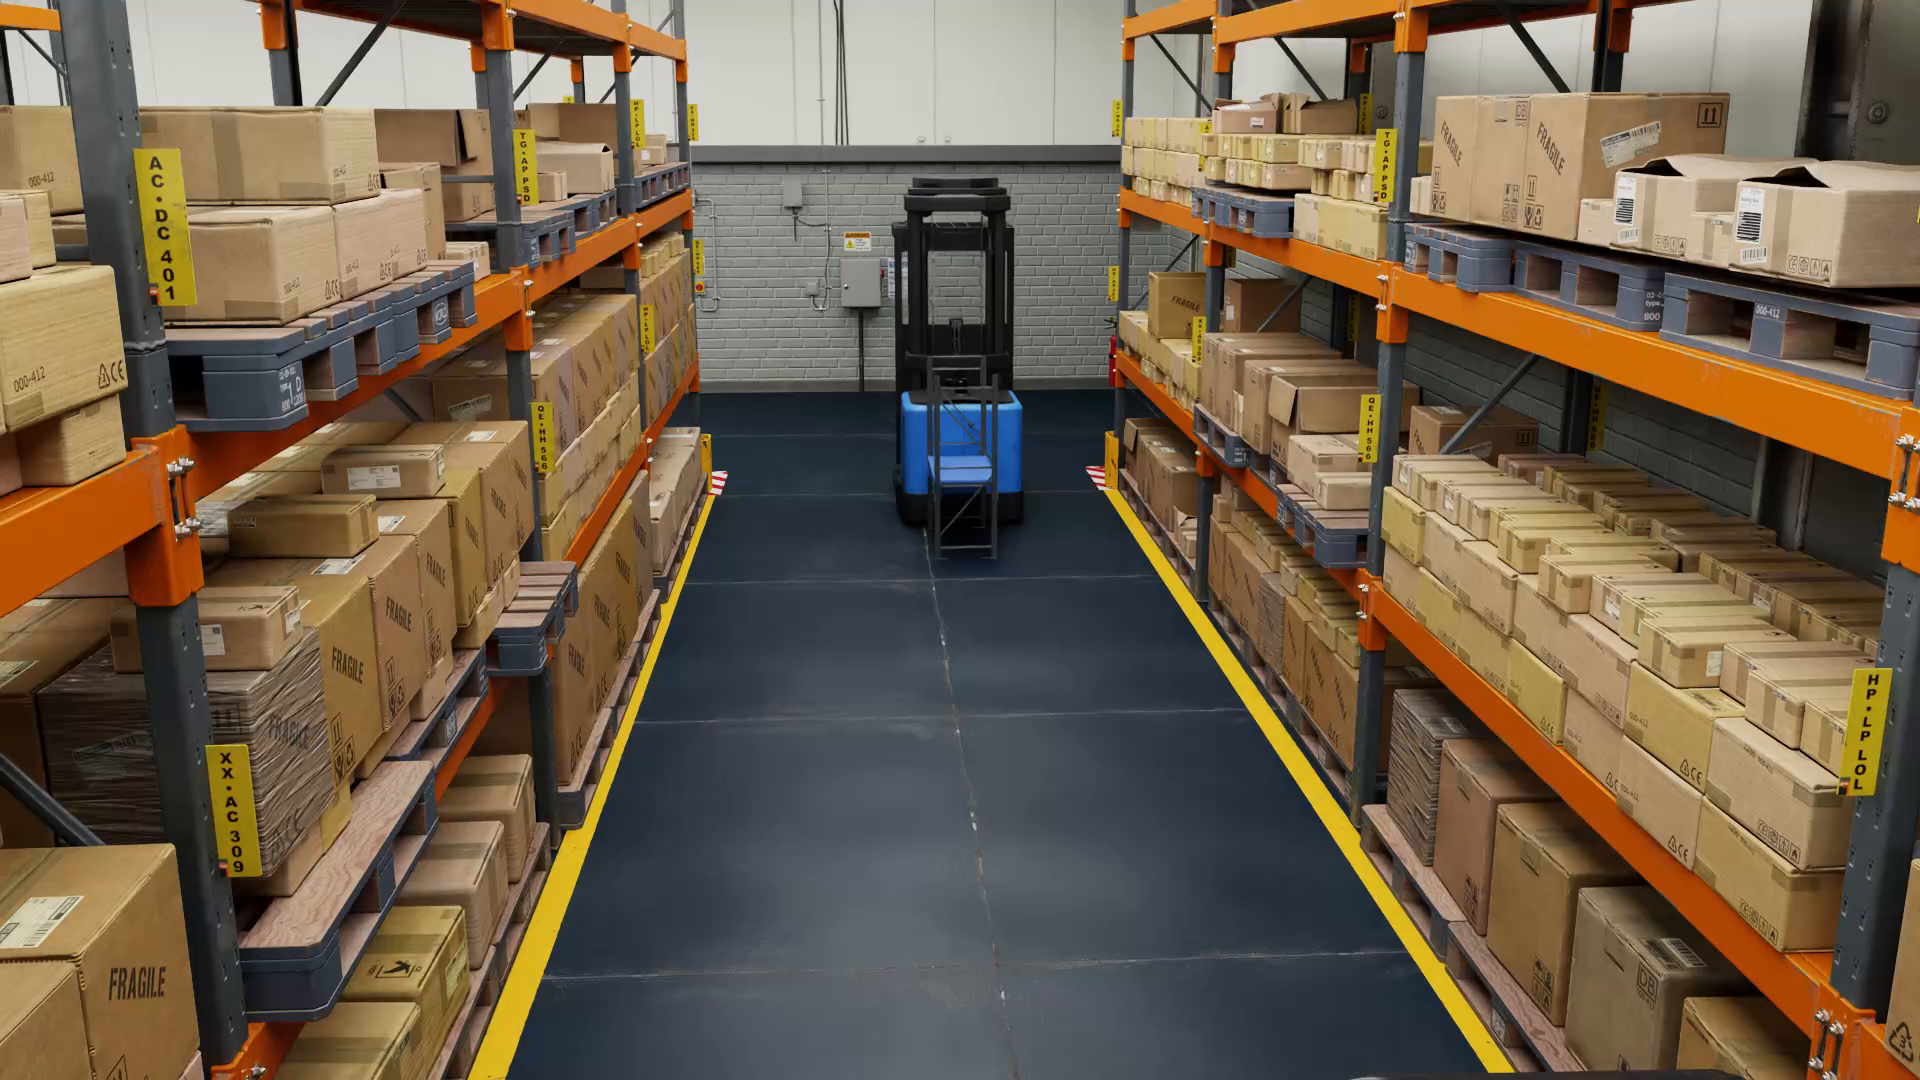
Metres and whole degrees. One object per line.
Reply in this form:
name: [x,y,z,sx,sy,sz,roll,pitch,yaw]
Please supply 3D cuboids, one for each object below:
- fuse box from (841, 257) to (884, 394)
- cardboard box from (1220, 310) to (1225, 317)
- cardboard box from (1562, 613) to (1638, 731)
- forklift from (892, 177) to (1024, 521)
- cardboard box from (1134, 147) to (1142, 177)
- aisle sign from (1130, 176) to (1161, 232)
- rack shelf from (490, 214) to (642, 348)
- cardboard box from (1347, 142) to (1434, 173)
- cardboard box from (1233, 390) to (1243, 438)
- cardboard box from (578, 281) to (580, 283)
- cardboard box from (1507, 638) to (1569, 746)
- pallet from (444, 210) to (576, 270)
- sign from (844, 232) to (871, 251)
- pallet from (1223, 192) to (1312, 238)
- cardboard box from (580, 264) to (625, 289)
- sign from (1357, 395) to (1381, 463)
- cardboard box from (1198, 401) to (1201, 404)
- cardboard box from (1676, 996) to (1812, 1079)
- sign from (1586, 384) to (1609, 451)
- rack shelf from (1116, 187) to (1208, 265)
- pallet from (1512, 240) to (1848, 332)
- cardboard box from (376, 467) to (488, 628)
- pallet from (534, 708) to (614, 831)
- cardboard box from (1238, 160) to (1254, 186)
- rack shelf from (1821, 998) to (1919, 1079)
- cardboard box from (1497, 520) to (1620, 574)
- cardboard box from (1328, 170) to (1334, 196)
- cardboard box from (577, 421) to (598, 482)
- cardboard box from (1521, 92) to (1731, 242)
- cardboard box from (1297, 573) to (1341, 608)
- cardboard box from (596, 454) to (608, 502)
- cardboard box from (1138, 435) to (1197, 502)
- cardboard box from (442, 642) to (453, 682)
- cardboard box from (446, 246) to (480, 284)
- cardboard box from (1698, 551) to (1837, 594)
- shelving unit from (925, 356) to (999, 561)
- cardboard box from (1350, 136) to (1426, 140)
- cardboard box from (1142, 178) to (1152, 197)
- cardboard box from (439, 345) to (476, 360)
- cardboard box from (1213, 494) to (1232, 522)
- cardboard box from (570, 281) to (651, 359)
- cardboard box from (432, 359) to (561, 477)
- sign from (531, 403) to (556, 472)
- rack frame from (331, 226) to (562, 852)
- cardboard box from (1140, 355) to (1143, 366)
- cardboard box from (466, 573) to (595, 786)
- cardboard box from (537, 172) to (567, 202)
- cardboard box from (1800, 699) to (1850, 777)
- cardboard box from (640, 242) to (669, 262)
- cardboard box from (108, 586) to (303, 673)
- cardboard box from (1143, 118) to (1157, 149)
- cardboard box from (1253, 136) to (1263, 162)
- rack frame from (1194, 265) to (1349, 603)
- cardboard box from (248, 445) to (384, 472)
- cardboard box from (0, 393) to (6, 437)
fuse box: [-1.229,-2.703,21.096,0.539,1.711,0.414,-1,14,-3]
cardboard box: [2.285,-1.967,15.356,0.500,0.250,0.500,0,14,-2]
cardboard box: [2.385,0.436,5.611,0.500,0.250,0.500,-1,14,-2]
forklift: [-0.071,-1.896,15.514,1.130,2.935,3.031,-1,14,-4]
cardboard box: [1.798,-3.289,14.476,0.500,0.250,0.500,-1,14,-2]
aisle sign: [1.694,-3.277,15.528,0.394,0.787,0.004,-1,14,-3]
rack shelf: [-2.591,-1.541,9.418,1.077,0.370,4.000,-1,14,-3]
cardboard box: [2.193,-1.947,8.458,0.380,0.149,0.250,-1,14,-5]
cardboard box: [1.943,-0.798,10.535,0.396,0.266,0.258,0,14,-1]
cardboard box: [-3.043,-1.706,12.429,0.500,0.500,0.500,-1,14,-4]
cardboard box: [2.366,0.553,6.160,0.500,0.250,0.500,0,14,-2]
pallet: [-2.560,-1.459,8.038,1.213,0.211,1.003,0,14,-1]
sign: [-1.297,-3.777,21.030,0.339,0.242,0.001,-1,14,-3]
pallet: [2.277,-1.952,9.950,1.213,0.211,1.003,-1,14,-3]
cardboard box: [-2.475,-1.863,11.738,0.380,0.149,0.250,-1,14,-4]
sign: [1.946,-0.528,7.894,0.100,0.325,0.005,-1,14,-3]
cardboard box: [1.968,-0.965,12.261,0.380,0.149,0.250,-1,14,-3]
cardboard box: [2.692,1.795,4.951,0.875,0.625,0.625,0,14,-1]
sign: [3.041,-0.587,7.963,0.100,0.325,0.005,-1,14,-3]
rack shelf: [2.116,-2.613,13.586,1.077,0.370,4.000,-1,14,-3]
pallet: [2.691,-0.932,5.989,1.003,0.211,1.213,0,14,-1]
cardboard box: [-2.086,0.028,6.258,0.500,0.500,0.500,-2,15,-7]
pallet: [-2.440,1.214,8.883,1.003,0.211,1.213,-1,14,-3]
cardboard box: [1.927,-2.260,10.230,0.380,0.149,0.250,-1,14,-4]
rack shelf: [2.859,1.824,2.361,1.077,0.370,4.000,-1,14,-3]
cardboard box: [2.303,0.026,6.404,0.380,0.149,0.250,-1,14,-2]
cardboard box: [2.213,-1.928,8.983,0.380,0.149,0.250,-1,14,-3]
cardboard box: [-2.301,-0.491,9.212,0.500,0.250,0.500,-1,14,-4]
cardboard box: [2.352,-1.332,5.921,0.500,0.500,0.500,-1,14,-2]
cardboard box: [2.197,0.296,9.729,0.380,0.149,0.250,-1,14,-4]
cardboard box: [-2.356,-0.373,9.755,0.500,0.250,0.500,-1,14,-3]
cardboard box: [1.949,-0.632,14.637,0.700,0.500,0.500,0,14,-1]
cardboard box: [-2.036,0.441,5.952,0.380,0.149,0.250,-1,14,-5]
cardboard box: [-2.214,-1.133,6.895,0.380,0.149,0.250,-1,14,-3]
cardboard box: [2.879,0.145,5.940,0.380,0.149,0.250,-1,14,-3]
shelving unit: [0.010,-0.695,13.717,0.538,1.500,1.048,-1,14,-4]
cardboard box: [2.496,-2.282,9.721,0.380,0.149,0.250,-1,14,-2]
cardboard box: [1.757,-2.997,14.138,0.380,0.149,0.250,-1,14,-4]
cardboard box: [-2.800,-0.724,8.611,0.500,0.500,0.500,-1,14,-2]
cardboard box: [1.996,-0.225,11.752,0.380,0.149,0.250,0,14,-1]
cardboard box: [-2.502,-1.588,11.973,0.500,0.500,0.500,-1,14,-3]
cardboard box: [-2.253,-0.598,8.123,0.500,0.500,0.500,-1,14,-5]
sign: [-1.926,-0.472,7.676,0.100,0.325,0.005,-1,14,-3]
rack frame: [-2.467,0.061,7.769,1.000,3.000,0.127,-1,14,-3]
cardboard box: [1.806,-1.607,14.757,0.380,0.149,0.250,0,14,-2]
cardboard box: [-2.427,0.714,8.654,0.875,0.875,0.875,-1,14,-4]
cardboard box: [-2.448,-2.009,9.420,0.380,0.166,0.250,0,14,1]
cardboard box: [2.492,0.534,4.428,0.380,0.149,0.250,0,14,-2]
cardboard box: [-2.606,-2.373,13.719,0.380,0.149,0.250,-1,14,-2]
cardboard box: [-1.895,0.223,4.196,0.380,0.149,0.250,-1,14,-4]
cardboard box: [1.826,-3.407,13.927,0.500,0.250,0.500,-1,14,-4]
cardboard box: [1.969,-2.338,9.936,0.380,0.149,0.250,-1,14,-3]
rack frame: [2.239,-1.011,11.937,1.000,3.000,0.127,-1,14,-3]
cardboard box: [-2.630,-0.090,6.715,0.500,0.500,0.500,0,14,-1]
cardboard box: [-1.891,-0.237,2.612,0.500,0.250,0.500,-1,14,-4]
